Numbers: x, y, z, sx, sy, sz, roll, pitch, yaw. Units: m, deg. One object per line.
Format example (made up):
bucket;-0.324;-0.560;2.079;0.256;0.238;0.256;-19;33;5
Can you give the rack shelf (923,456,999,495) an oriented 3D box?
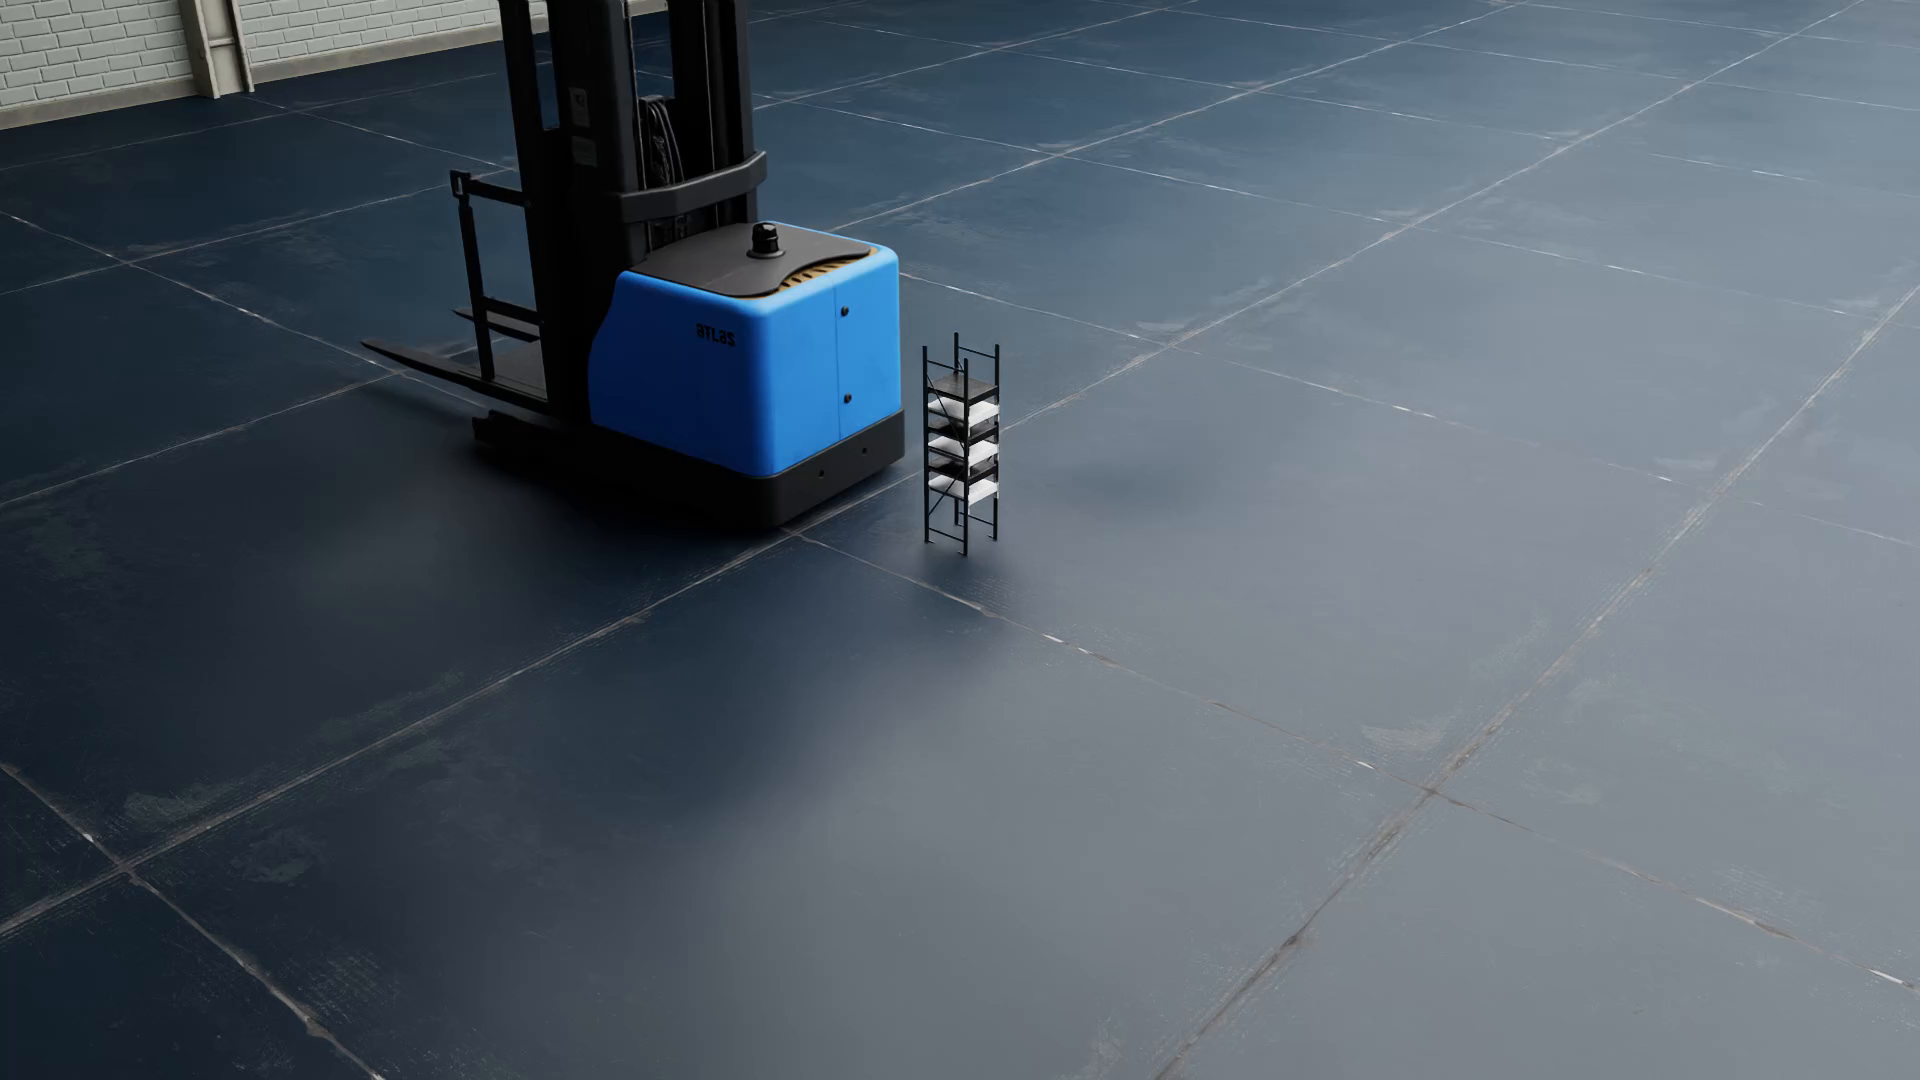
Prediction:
rack shelf;0.005;-0.293;7.105;0.258;0.077;0.200;21;34;34

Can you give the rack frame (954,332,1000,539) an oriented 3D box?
rack frame;0.070;-0.439;7.118;0.240;0.900;0.006;21;34;34

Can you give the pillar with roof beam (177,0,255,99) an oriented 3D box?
pillar with roof beam;-3.349;-6.806;10.613;9.100;9.000;0.400;21;34;34

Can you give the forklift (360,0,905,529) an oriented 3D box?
forklift;-1.753;-1.872;7.678;3.031;2.935;1.130;18;33;31

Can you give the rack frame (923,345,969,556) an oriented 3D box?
rack frame;-0.059;-0.367;6.979;0.240;0.900;0.006;21;34;34

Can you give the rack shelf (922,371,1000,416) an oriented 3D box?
rack shelf;0.005;-0.613;6.940;0.258;0.077;0.200;21;34;34

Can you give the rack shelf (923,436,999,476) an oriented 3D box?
rack shelf;0.005;-0.373;7.064;0.258;0.077;0.200;21;34;34

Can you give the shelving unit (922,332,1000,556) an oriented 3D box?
shelving unit;0.005;-0.403;7.049;0.258;0.900;0.210;21;34;34

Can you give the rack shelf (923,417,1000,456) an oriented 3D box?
rack shelf;0.005;-0.453;7.023;0.258;0.077;0.200;21;34;34

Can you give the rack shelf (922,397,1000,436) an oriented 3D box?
rack shelf;0.005;-0.533;6.981;0.258;0.077;0.200;21;34;34

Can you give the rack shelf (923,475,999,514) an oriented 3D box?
rack shelf;0.005;-0.213;7.147;0.258;0.077;0.200;21;34;34
